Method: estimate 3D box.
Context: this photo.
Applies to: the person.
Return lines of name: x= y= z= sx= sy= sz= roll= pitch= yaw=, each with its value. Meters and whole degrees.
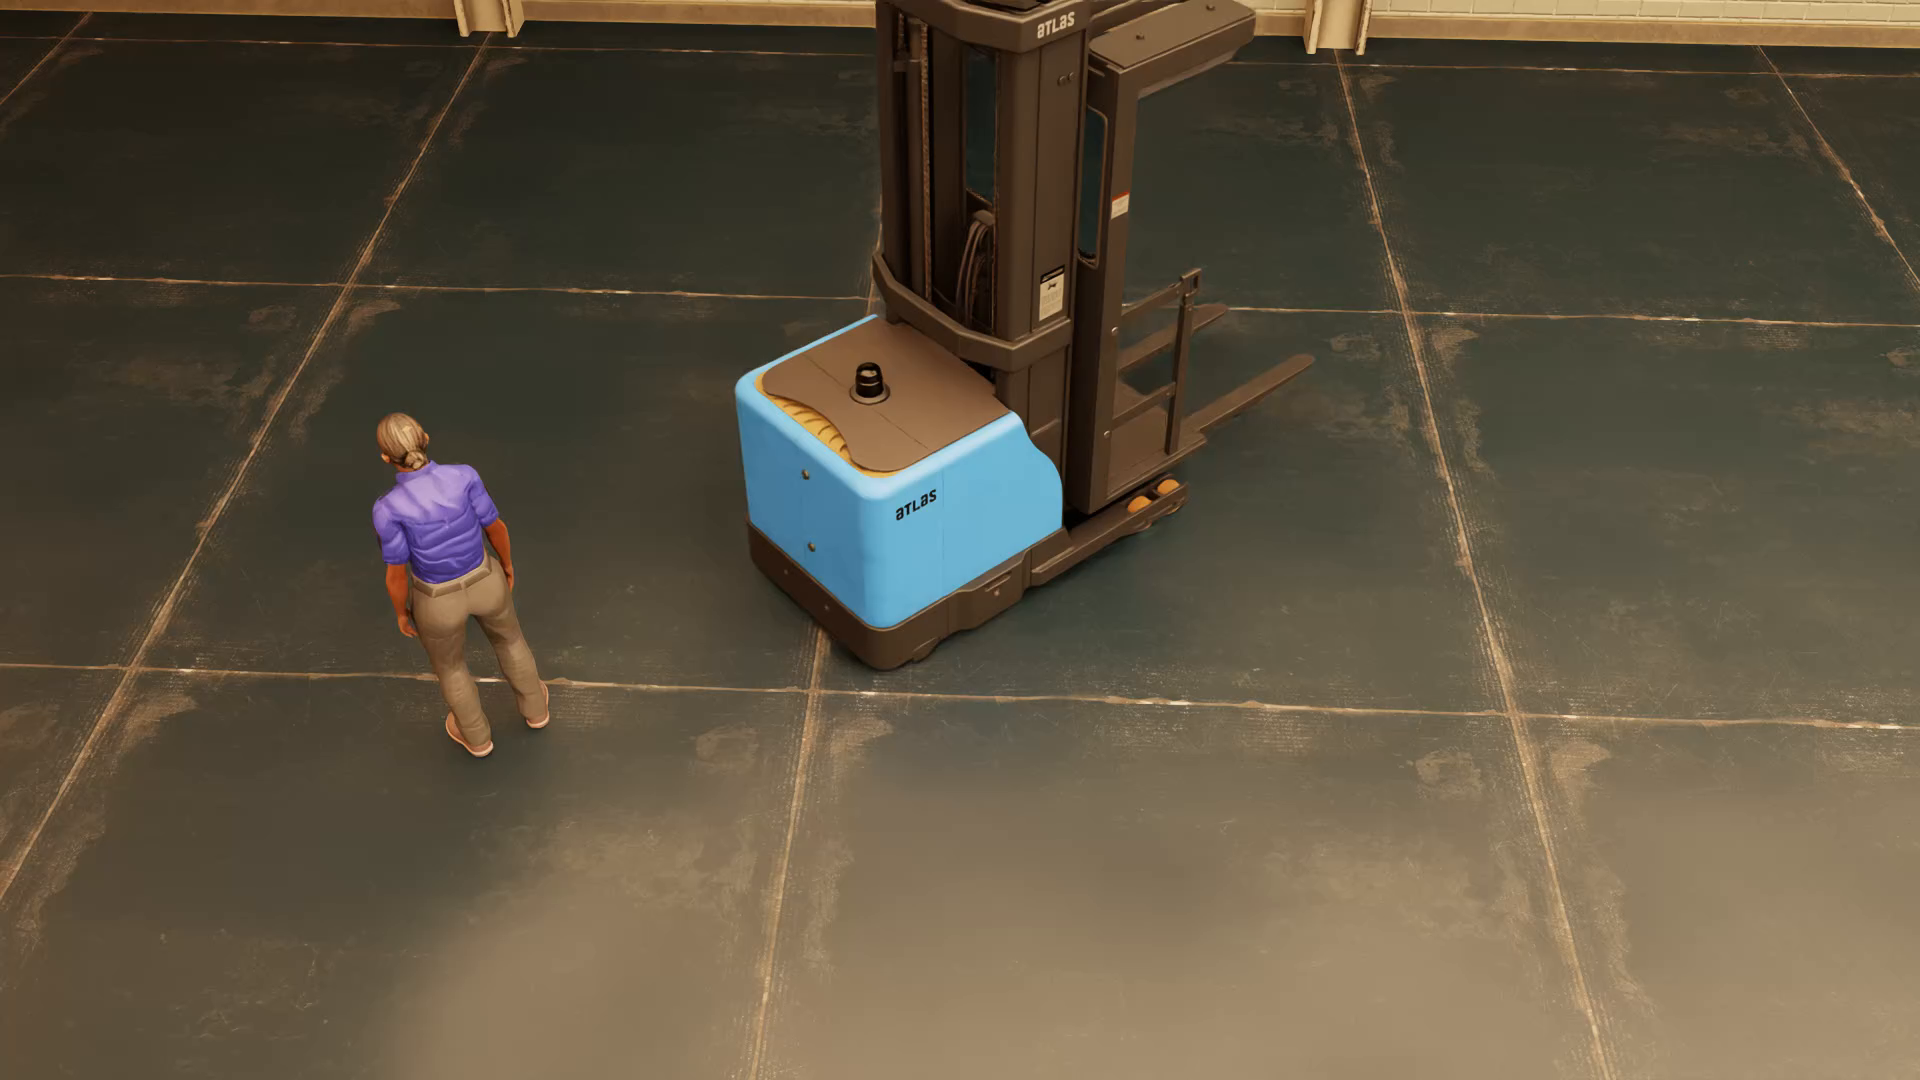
person: x=-1.956 y=0.187 z=6.487 sx=0.527 sy=1.653 sz=0.348 roll=-26 pitch=48 yaw=-26

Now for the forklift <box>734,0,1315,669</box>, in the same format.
forklift: x=0.472 y=-1.370 z=7.243 sx=3.031 sy=2.935 sz=1.130 roll=-30 pitch=50 yaw=-29
